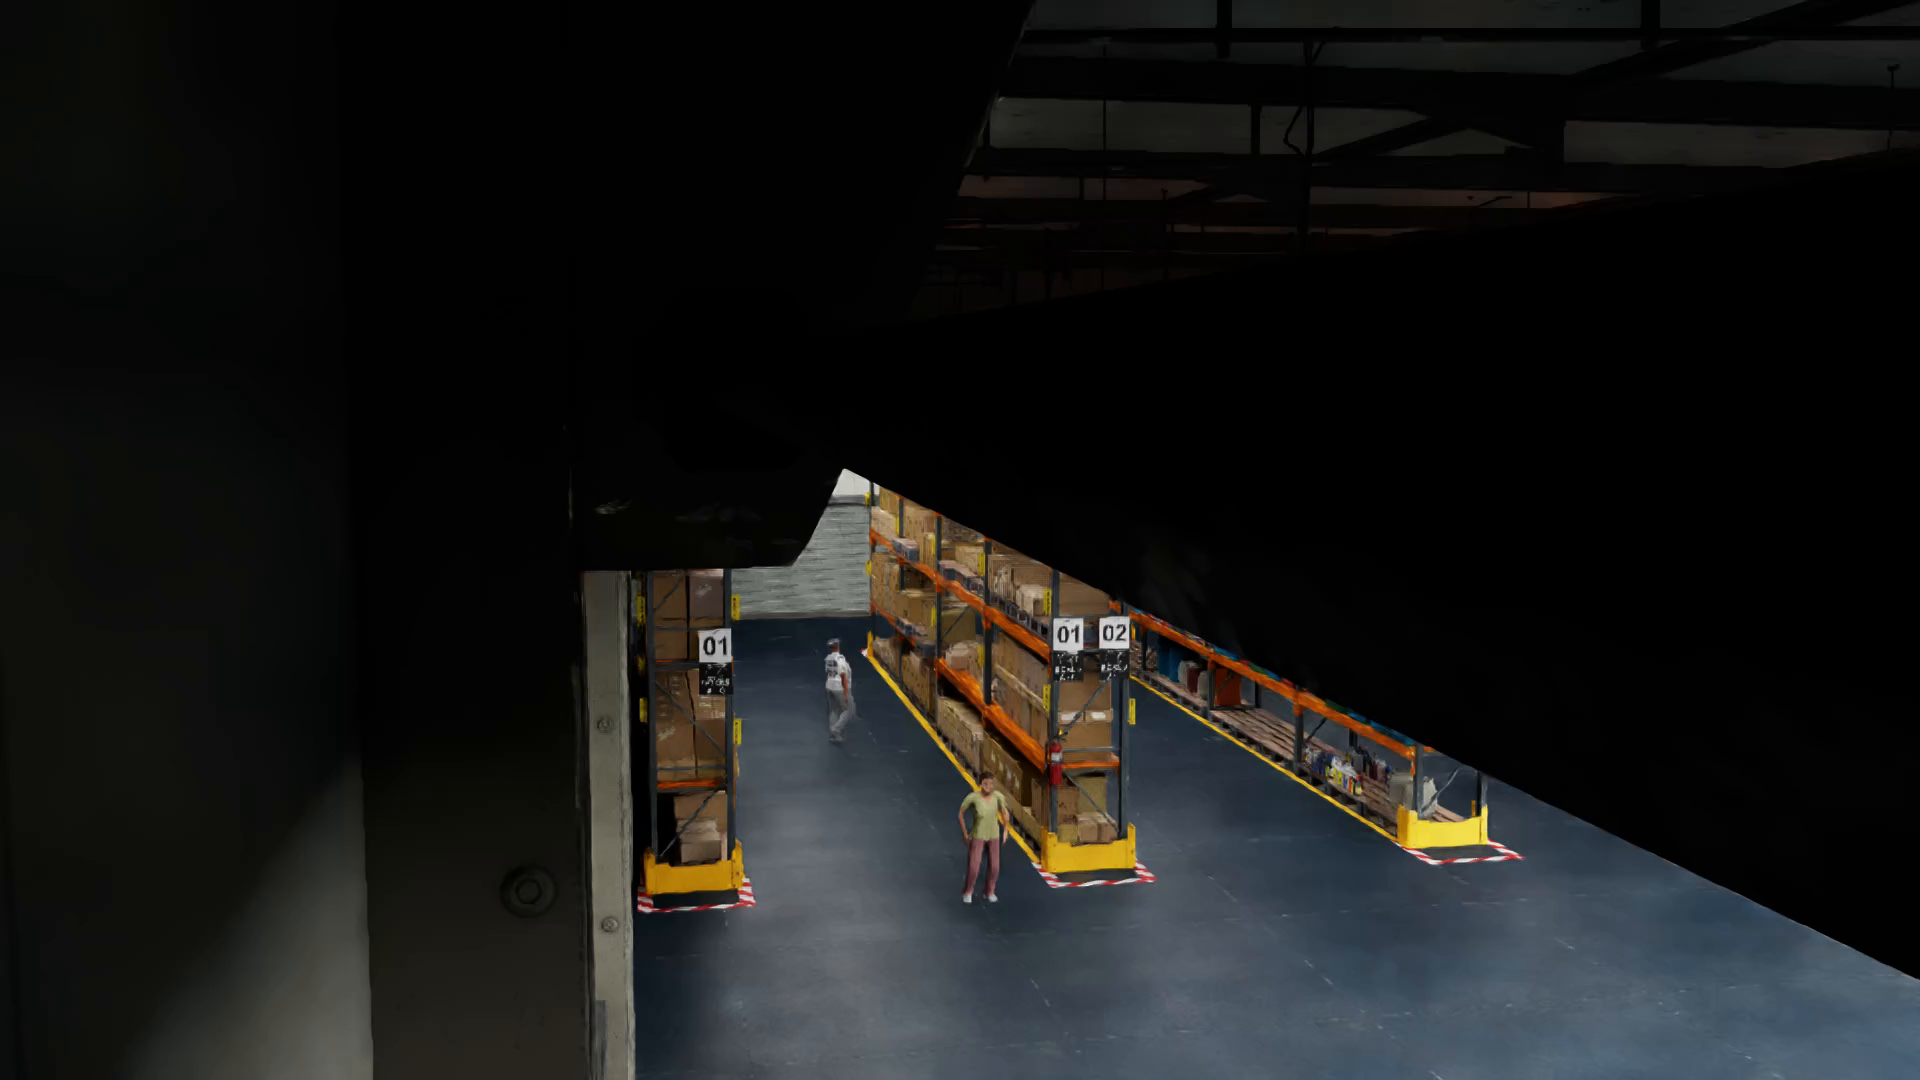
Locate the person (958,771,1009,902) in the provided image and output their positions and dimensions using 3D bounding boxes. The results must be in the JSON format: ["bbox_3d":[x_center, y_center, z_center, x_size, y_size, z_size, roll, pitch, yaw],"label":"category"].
[{"bbox_3d":[0.277,3.490,19.596,0.598,1.617,0.503,-1,6,-13],"label":"person"}]

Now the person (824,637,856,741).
[{"bbox_3d":[-2.061,2.532,28.031,0.470,1.754,0.588,-5,8,-40],"label":"person"}]
